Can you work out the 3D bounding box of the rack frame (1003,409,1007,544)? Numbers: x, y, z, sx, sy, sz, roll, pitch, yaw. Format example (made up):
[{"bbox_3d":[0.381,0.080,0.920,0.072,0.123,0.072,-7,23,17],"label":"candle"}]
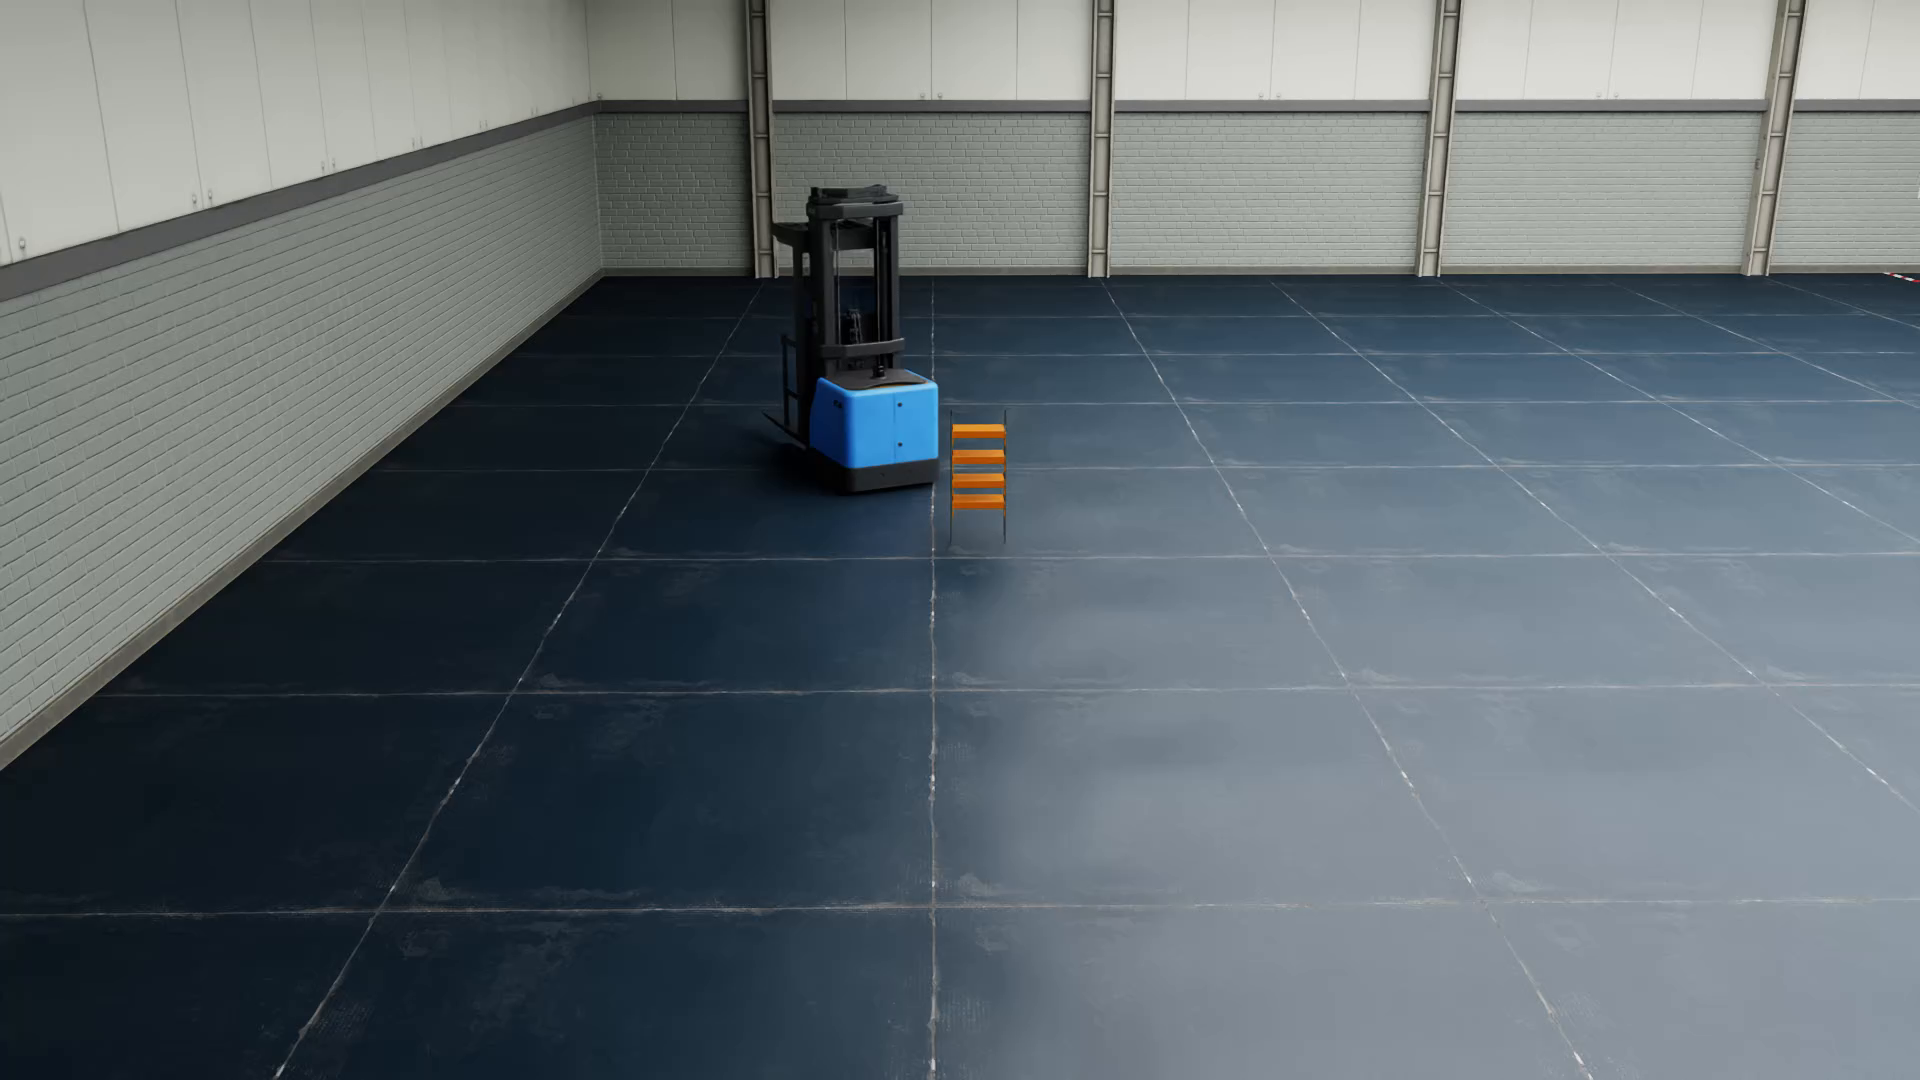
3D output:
[{"bbox_3d":[0.409,-0.573,15.073,0.015,1.200,0.240,0,18,-1],"label":"rack frame"}]

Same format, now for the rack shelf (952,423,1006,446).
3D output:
[{"bbox_3d":[0.165,-0.946,14.949,0.480,0.148,0.258,0,18,-1],"label":"rack shelf"}]

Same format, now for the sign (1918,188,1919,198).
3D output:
[{"bbox_3d":[17.478,-6.356,30.095,0.234,0.329,0.001,0,18,-1],"label":"sign"}]

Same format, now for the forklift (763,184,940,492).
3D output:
[{"bbox_3d":[-1.301,-2.279,17.557,1.130,2.935,3.031,-8,20,-25],"label":"forklift"}]

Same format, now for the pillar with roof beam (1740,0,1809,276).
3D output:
[{"bbox_3d":[14.573,-7.823,24.906,0.400,9.000,9.100,0,18,-1],"label":"pillar with roof beam"}]

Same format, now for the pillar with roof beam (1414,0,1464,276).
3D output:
[{"bbox_3d":[8.574,-7.794,24.816,0.400,9.000,9.100,0,18,-1],"label":"pillar with roof beam"}]

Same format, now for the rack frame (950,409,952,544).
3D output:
[{"bbox_3d":[-0.078,-0.571,15.066,0.015,1.200,0.240,0,18,-1],"label":"rack frame"}]

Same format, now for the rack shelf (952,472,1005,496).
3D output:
[{"bbox_3d":[0.165,-0.508,15.090,0.480,0.148,0.258,0,18,-1],"label":"rack shelf"}]

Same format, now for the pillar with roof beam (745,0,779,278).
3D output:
[{"bbox_3d":[-3.425,-7.737,24.635,0.400,9.000,9.100,0,18,-1],"label":"pillar with roof beam"}]

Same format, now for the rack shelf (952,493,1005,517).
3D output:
[{"bbox_3d":[0.165,-0.319,15.150,0.480,0.148,0.258,0,18,-1],"label":"rack shelf"}]

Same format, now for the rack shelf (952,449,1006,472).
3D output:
[{"bbox_3d":[0.165,-0.721,15.021,0.480,0.148,0.258,0,18,-1],"label":"rack shelf"}]

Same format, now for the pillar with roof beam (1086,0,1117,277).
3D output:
[{"bbox_3d":[2.574,-7.766,24.726,0.400,9.000,9.100,0,18,-1],"label":"pillar with roof beam"}]

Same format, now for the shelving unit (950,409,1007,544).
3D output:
[{"bbox_3d":[0.165,-0.572,15.069,0.503,1.200,0.258,0,18,-1],"label":"shelving unit"}]
